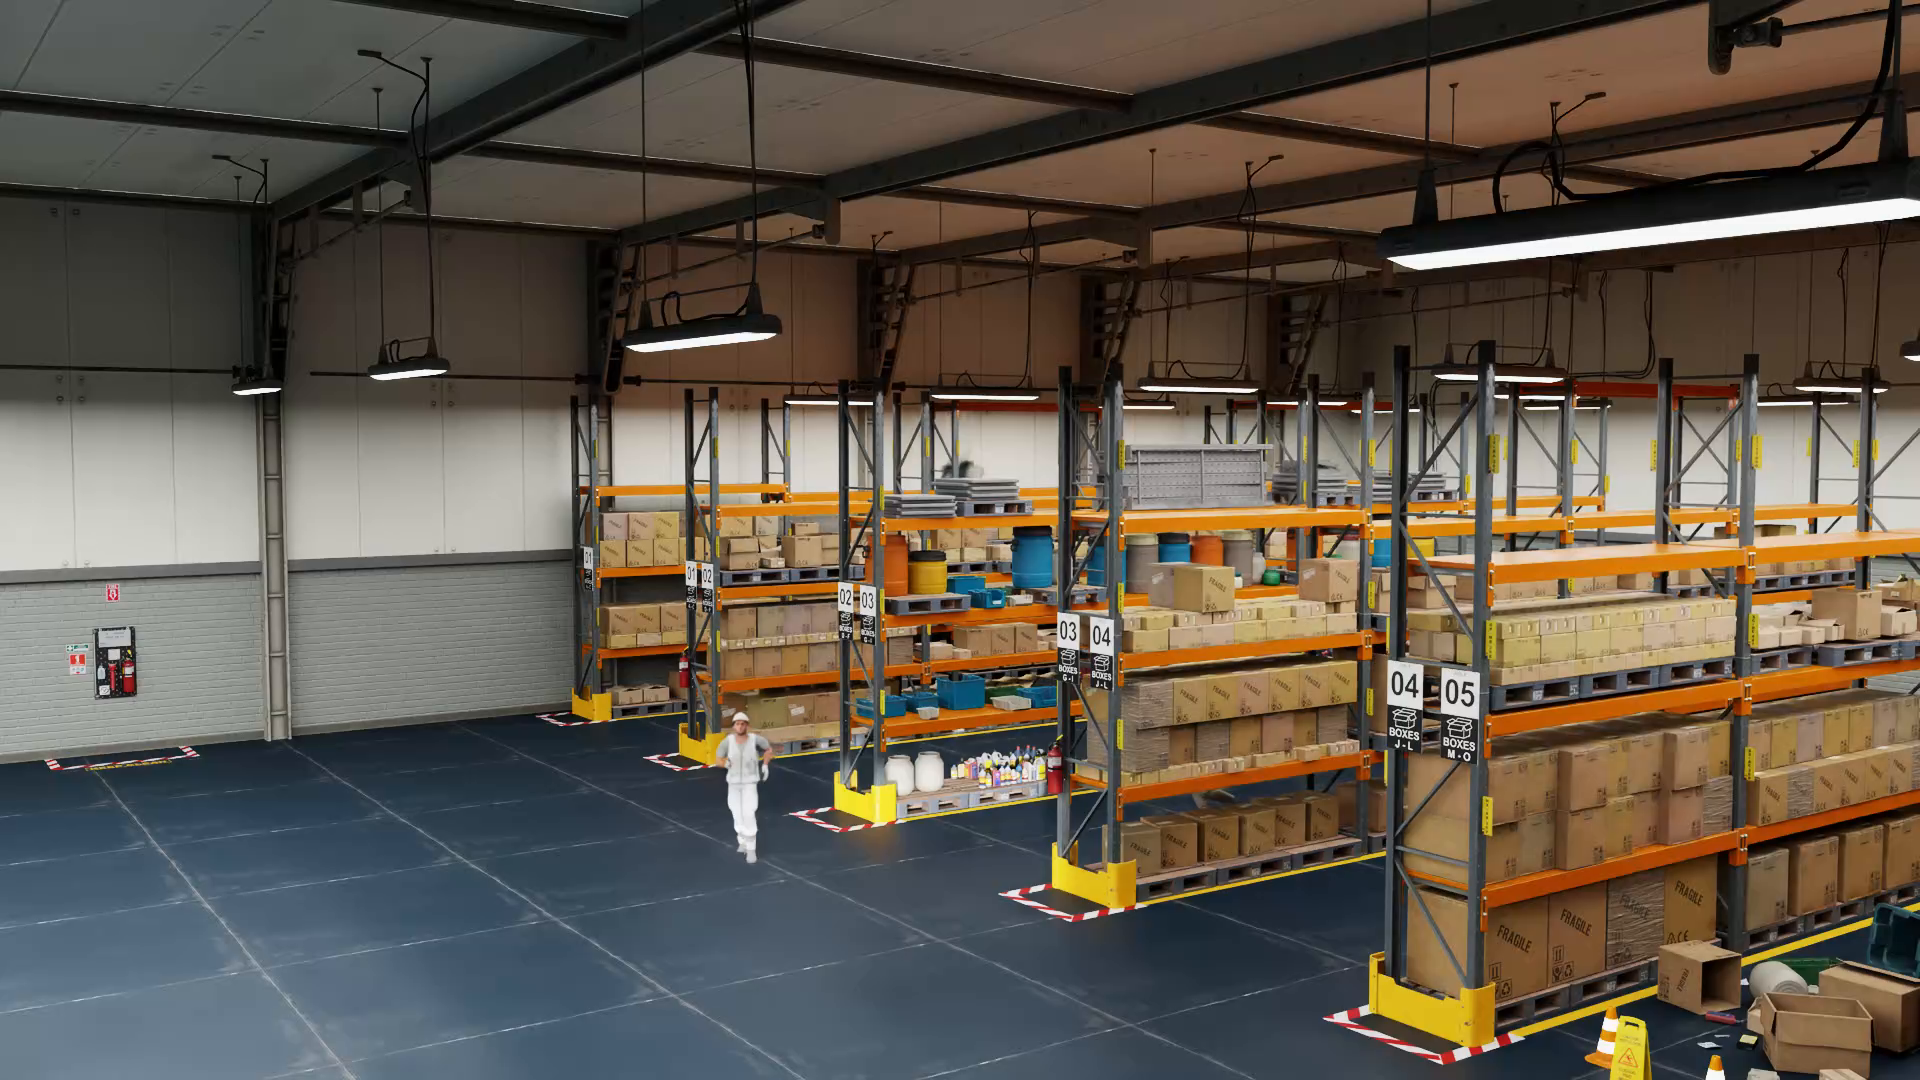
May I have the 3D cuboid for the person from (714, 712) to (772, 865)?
[{"bbox_3d":[-2.688,3.027,20.482,0.661,1.823,0.750,0,3,3],"label":"person"}]

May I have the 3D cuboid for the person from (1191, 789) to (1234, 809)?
[{"bbox_3d":[3.359,2.978,22.350,0.602,1.682,0.689,-2,4,-36],"label":"person"}]
